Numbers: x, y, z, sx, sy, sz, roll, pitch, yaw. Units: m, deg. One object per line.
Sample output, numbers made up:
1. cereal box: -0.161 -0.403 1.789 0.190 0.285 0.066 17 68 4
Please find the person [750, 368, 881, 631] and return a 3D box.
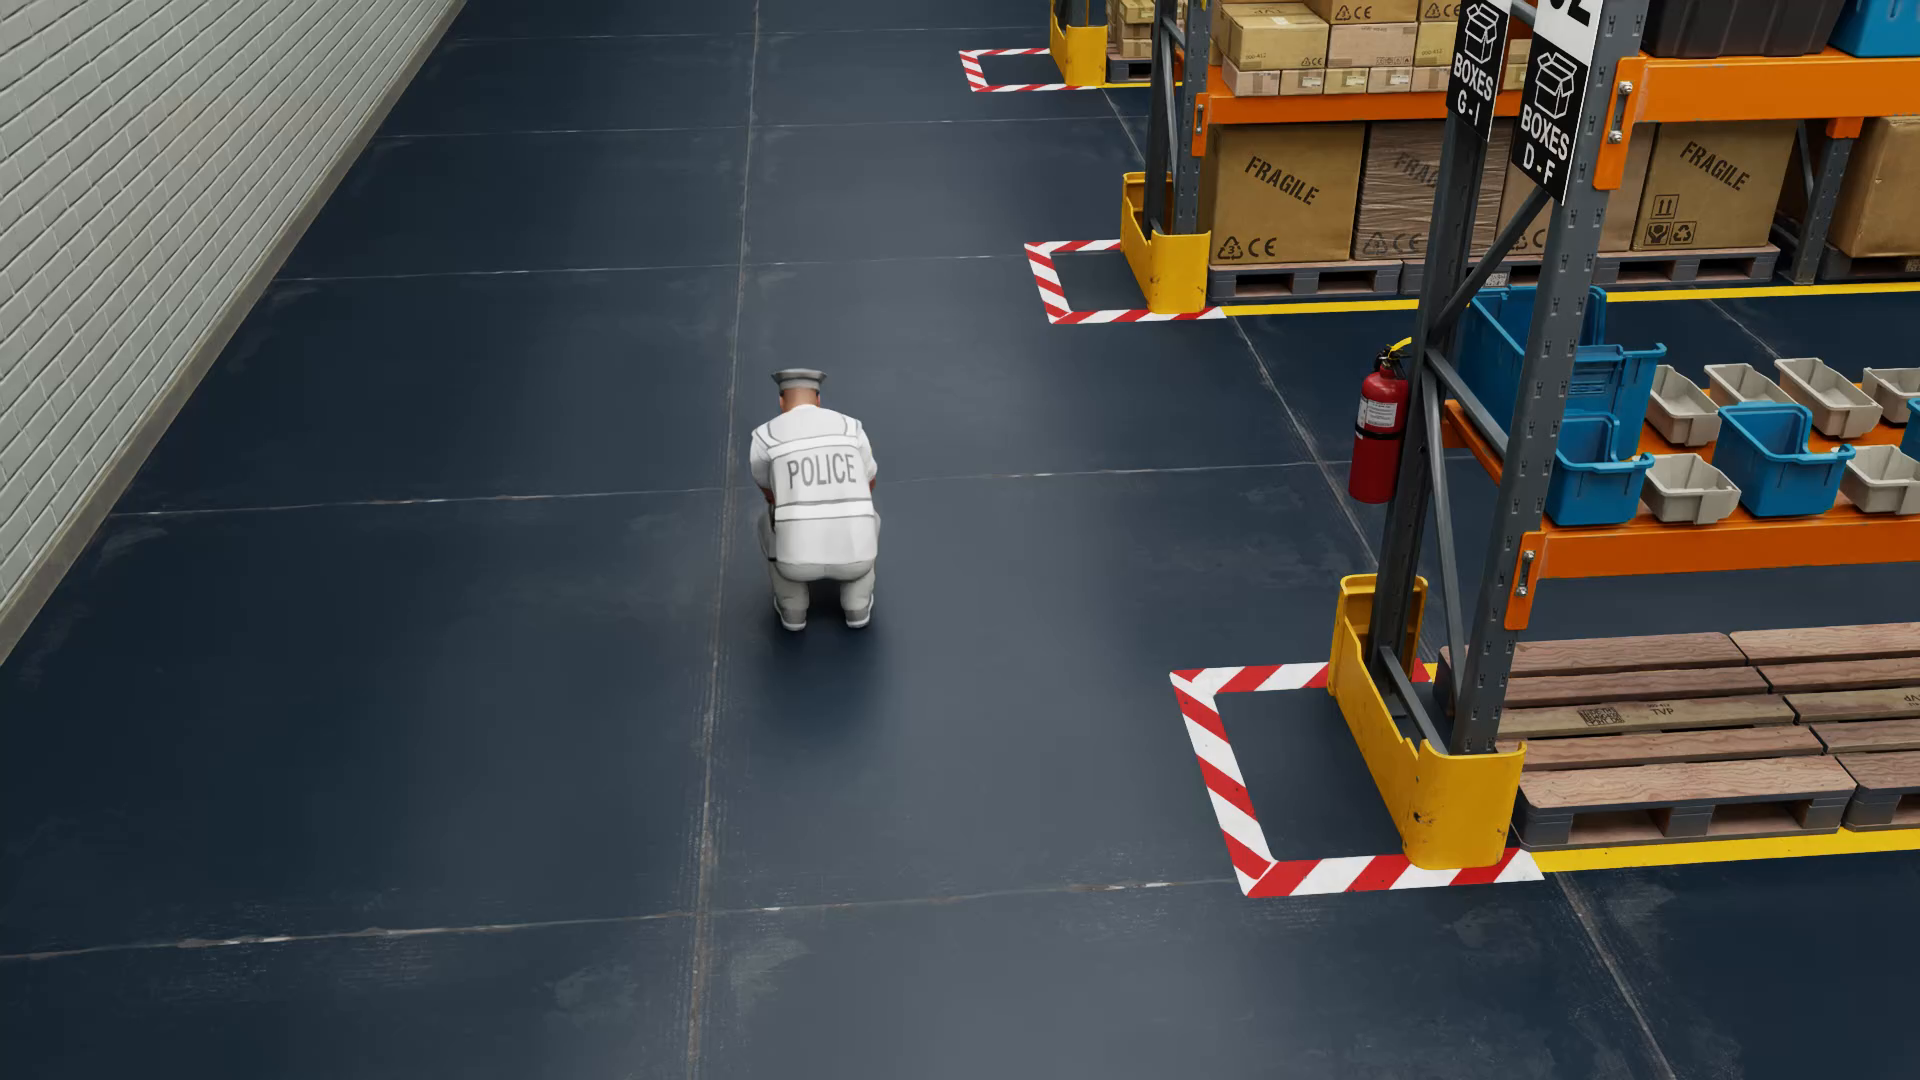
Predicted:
1. person: -0.617 -0.181 7.164 0.554 1.010 0.904 -3 31 -5
